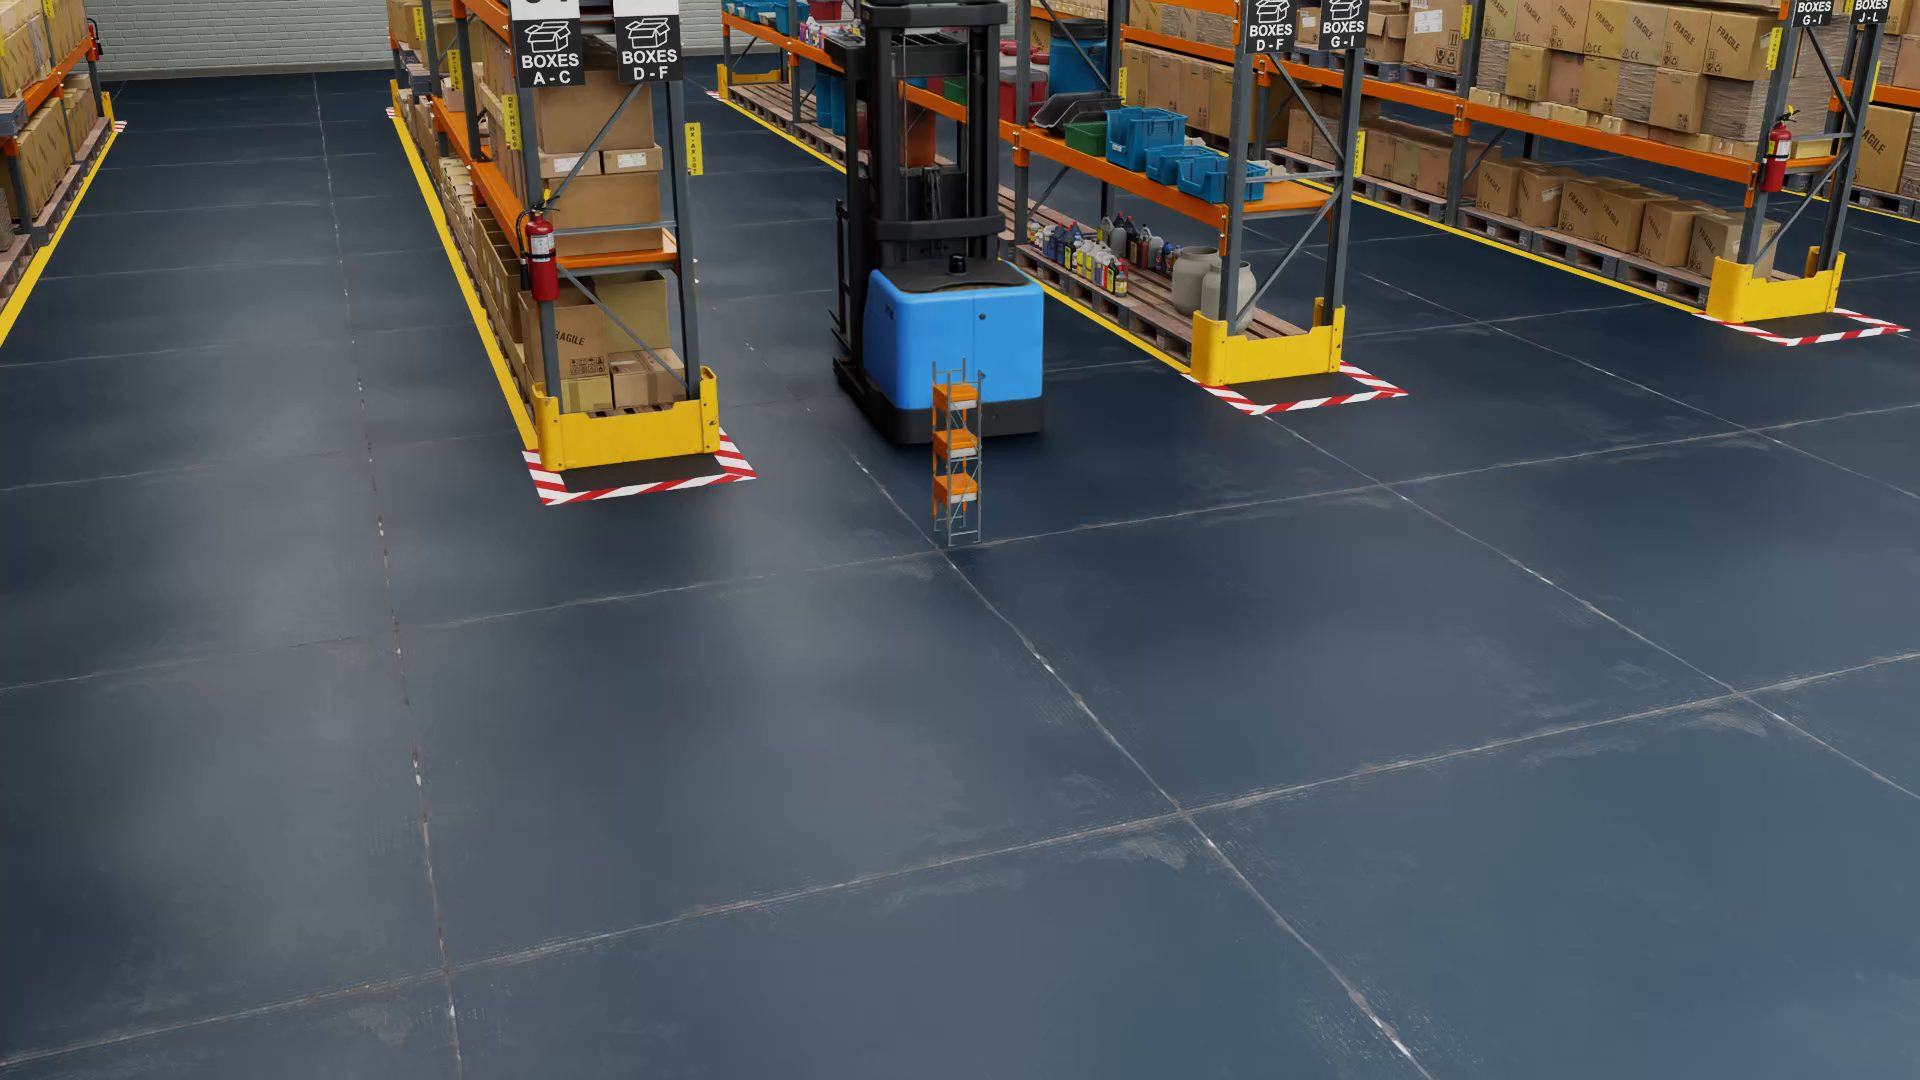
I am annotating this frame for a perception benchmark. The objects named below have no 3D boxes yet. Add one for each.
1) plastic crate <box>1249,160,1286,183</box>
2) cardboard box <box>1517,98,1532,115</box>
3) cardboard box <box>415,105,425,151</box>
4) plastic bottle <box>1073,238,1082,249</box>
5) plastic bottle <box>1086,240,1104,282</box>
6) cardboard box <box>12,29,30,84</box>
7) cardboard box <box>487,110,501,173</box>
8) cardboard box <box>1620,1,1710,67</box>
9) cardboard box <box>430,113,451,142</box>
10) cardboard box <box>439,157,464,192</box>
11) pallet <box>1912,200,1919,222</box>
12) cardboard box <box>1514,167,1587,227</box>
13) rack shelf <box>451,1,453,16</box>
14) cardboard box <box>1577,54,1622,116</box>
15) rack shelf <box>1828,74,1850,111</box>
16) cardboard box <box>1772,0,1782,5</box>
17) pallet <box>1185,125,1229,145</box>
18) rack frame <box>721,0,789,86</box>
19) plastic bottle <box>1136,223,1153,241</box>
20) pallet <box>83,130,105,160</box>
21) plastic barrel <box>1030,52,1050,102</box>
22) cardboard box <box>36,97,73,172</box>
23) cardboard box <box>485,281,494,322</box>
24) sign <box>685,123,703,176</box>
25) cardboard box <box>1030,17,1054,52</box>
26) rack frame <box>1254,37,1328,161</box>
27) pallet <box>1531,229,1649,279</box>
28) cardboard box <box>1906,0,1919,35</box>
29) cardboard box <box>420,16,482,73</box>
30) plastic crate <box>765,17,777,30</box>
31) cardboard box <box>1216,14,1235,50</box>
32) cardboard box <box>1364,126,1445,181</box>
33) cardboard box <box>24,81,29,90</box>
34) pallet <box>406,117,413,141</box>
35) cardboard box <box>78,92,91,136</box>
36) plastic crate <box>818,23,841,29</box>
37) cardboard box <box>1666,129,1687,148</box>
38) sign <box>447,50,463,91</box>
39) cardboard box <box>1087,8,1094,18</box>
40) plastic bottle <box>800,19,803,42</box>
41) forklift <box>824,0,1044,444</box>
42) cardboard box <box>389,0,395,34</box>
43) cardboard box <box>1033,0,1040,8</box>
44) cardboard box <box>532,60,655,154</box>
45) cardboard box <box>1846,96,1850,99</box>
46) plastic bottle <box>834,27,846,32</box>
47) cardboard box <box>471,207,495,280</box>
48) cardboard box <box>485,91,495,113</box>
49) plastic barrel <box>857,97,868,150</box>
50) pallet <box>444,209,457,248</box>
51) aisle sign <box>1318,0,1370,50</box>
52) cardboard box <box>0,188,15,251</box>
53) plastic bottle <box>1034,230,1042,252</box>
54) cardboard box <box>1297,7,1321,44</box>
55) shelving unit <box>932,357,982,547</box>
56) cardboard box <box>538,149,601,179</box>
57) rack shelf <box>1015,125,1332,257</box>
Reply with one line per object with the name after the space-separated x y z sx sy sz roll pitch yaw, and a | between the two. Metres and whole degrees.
2.407 -2.898 13.104 0.298 0.136 0.250 -8 24 -19 | plastic crate
5.725 -4.279 16.364 0.380 0.149 0.250 -8 24 -19 | cardboard box
-6.510 -5.174 20.816 0.500 0.500 0.500 -9 25 -21 | cardboard box
1.060 -2.582 14.961 0.097 0.271 0.097 0 23 0 | plastic bottle
1.189 -2.445 14.533 0.144 0.351 0.185 -7 24 -17 | plastic bottle
-9.955 -4.974 17.152 0.500 0.500 0.500 -8 24 -19 | cardboard box
-3.464 -3.311 13.616 0.700 0.500 0.500 -9 24 -20 | cardboard box
6.274 -4.503 14.772 0.500 0.500 0.500 -8 24 -19 | cardboard box
-5.613 -4.603 18.495 0.500 0.250 0.500 -7 24 -17 | cardboard box
-5.129 -3.833 17.260 0.500 0.311 0.500 -7 24 -17 | cardboard box
10.949 -3.411 17.572 1.003 0.211 1.213 -8 24 -19 | pallet
5.956 -3.467 16.792 0.500 0.500 0.500 -1 23 -2 | cardboard box
-4.333 -5.203 15.297 1.077 0.370 4.000 -8 24 -19 | rack shelf
6.296 -4.253 15.467 0.875 0.500 0.500 -8 24 -19 | cardboard box
9.612 -5.822 20.628 1.077 0.370 4.000 -8 24 -19 | rack shelf
9.954 -6.300 19.420 0.700 0.500 0.500 -9 24 -20 | cardboard box
3.594 -5.691 22.981 1.003 0.211 1.213 -8 24 -19 | pallet
-3.230 -8.464 25.970 1.000 3.000 0.127 -8 24 -19 | rack frame
1.688 -2.704 15.149 0.144 0.351 0.185 -8 24 -19 | plastic bottle
-11.716 -5.097 21.572 1.003 0.211 1.213 -8 24 -19 | pallet
0.876 -4.544 16.495 0.433 0.535 0.433 0 23 0 | plastic barrel
-10.734 -4.636 19.114 0.750 0.750 0.750 -8 24 -18 | cardboard box
-3.574 -1.960 13.537 0.500 0.250 0.500 -8 24 -19 | cardboard box
-1.692 -2.482 10.559 0.100 0.325 0.005 -8 24 -19 | sign
1.704 -8.137 27.387 0.875 0.875 0.875 -8 24 -19 | cardboard box
4.230 -6.237 20.685 1.000 3.000 0.127 -8 24 -19 | rack frame
6.348 -2.815 16.158 1.003 0.211 1.213 -8 24 -19 | pallet
10.720 -5.671 17.760 0.875 0.550 0.550 -8 24 -19 | cardboard box
-5.367 -5.332 17.869 0.700 0.500 0.500 -18 29 -36 | cardboard box
-2.464 -7.281 23.441 0.437 0.125 0.590 -8 24 -19 | plastic crate
3.653 -6.610 21.442 0.500 0.500 0.500 -9 24 -19 | cardboard box
5.097 -4.439 19.073 0.700 0.500 0.500 -11 25 -24 | cardboard box
-10.210 -4.895 17.800 0.380 0.149 0.250 -8 24 -17 | cardboard box
-7.129 -5.741 23.100 1.003 0.211 1.213 -8 24 -19 | pallet
-11.802 -5.541 21.713 0.700 0.500 0.500 -9 25 -21 | cardboard box
-1.848 -7.106 23.009 0.396 0.136 0.243 -8 24 -19 | plastic crate
6.464 -3.557 14.651 0.380 0.149 0.250 -8 24 -19 | cardboard box
-4.130 -3.845 13.621 0.100 0.325 0.005 -8 24 -19 | sign
2.130 -7.921 25.004 0.380 0.149 0.250 -8 24 -18 | cardboard box
-2.087 -6.765 22.089 0.061 0.283 0.133 -8 24 -19 | plastic bottle
-0.331 -2.533 11.987 1.130 2.935 3.031 -6 24 -15 | forklift
-7.594 -7.265 22.996 0.500 0.500 0.500 -8 24 -19 | cardboard box
1.403 -8.668 26.776 0.380 0.149 0.250 -9 24 -20 | cardboard box
-2.385 -2.807 10.748 0.700 0.500 0.500 -8 24 -19 | cardboard box
13.334 -7.073 24.865 0.875 0.875 0.875 -9 24 -19 | cardboard box
-1.541 -6.417 21.274 0.152 0.276 0.135 -8 24 -19 | plastic bottle
-3.755 -2.486 13.821 0.500 0.500 0.500 -8 24 -19 | cardboard box
-3.531 -3.462 13.137 0.380 0.149 0.250 -9 24 -20 | cardboard box
-0.992 -5.225 20.850 0.600 0.588 0.708 -8 24 -19 | plastic barrel
-4.785 -3.290 17.283 1.003 0.211 1.213 -8 24 -19 | pallet
2.722 -3.862 11.705 0.394 0.787 0.004 -8 24 -19 | aisle sign
-9.369 -2.994 15.644 0.700 0.500 0.500 -8 24 -18 | cardboard box
0.747 -2.804 15.578 0.097 0.201 0.097 0 23 0 | plastic bottle
4.458 -6.286 20.132 0.500 0.500 0.500 -12 25 -25 | cardboard box
-0.019 -0.503 9.592 0.215 1.050 0.252 -8 24 -19 | shelving unit
-2.526 -2.430 10.689 0.380 0.149 0.250 -9 24 -20 | cardboard box
1.716 -3.046 14.040 1.077 0.370 4.000 -8 24 -19 | rack shelf
